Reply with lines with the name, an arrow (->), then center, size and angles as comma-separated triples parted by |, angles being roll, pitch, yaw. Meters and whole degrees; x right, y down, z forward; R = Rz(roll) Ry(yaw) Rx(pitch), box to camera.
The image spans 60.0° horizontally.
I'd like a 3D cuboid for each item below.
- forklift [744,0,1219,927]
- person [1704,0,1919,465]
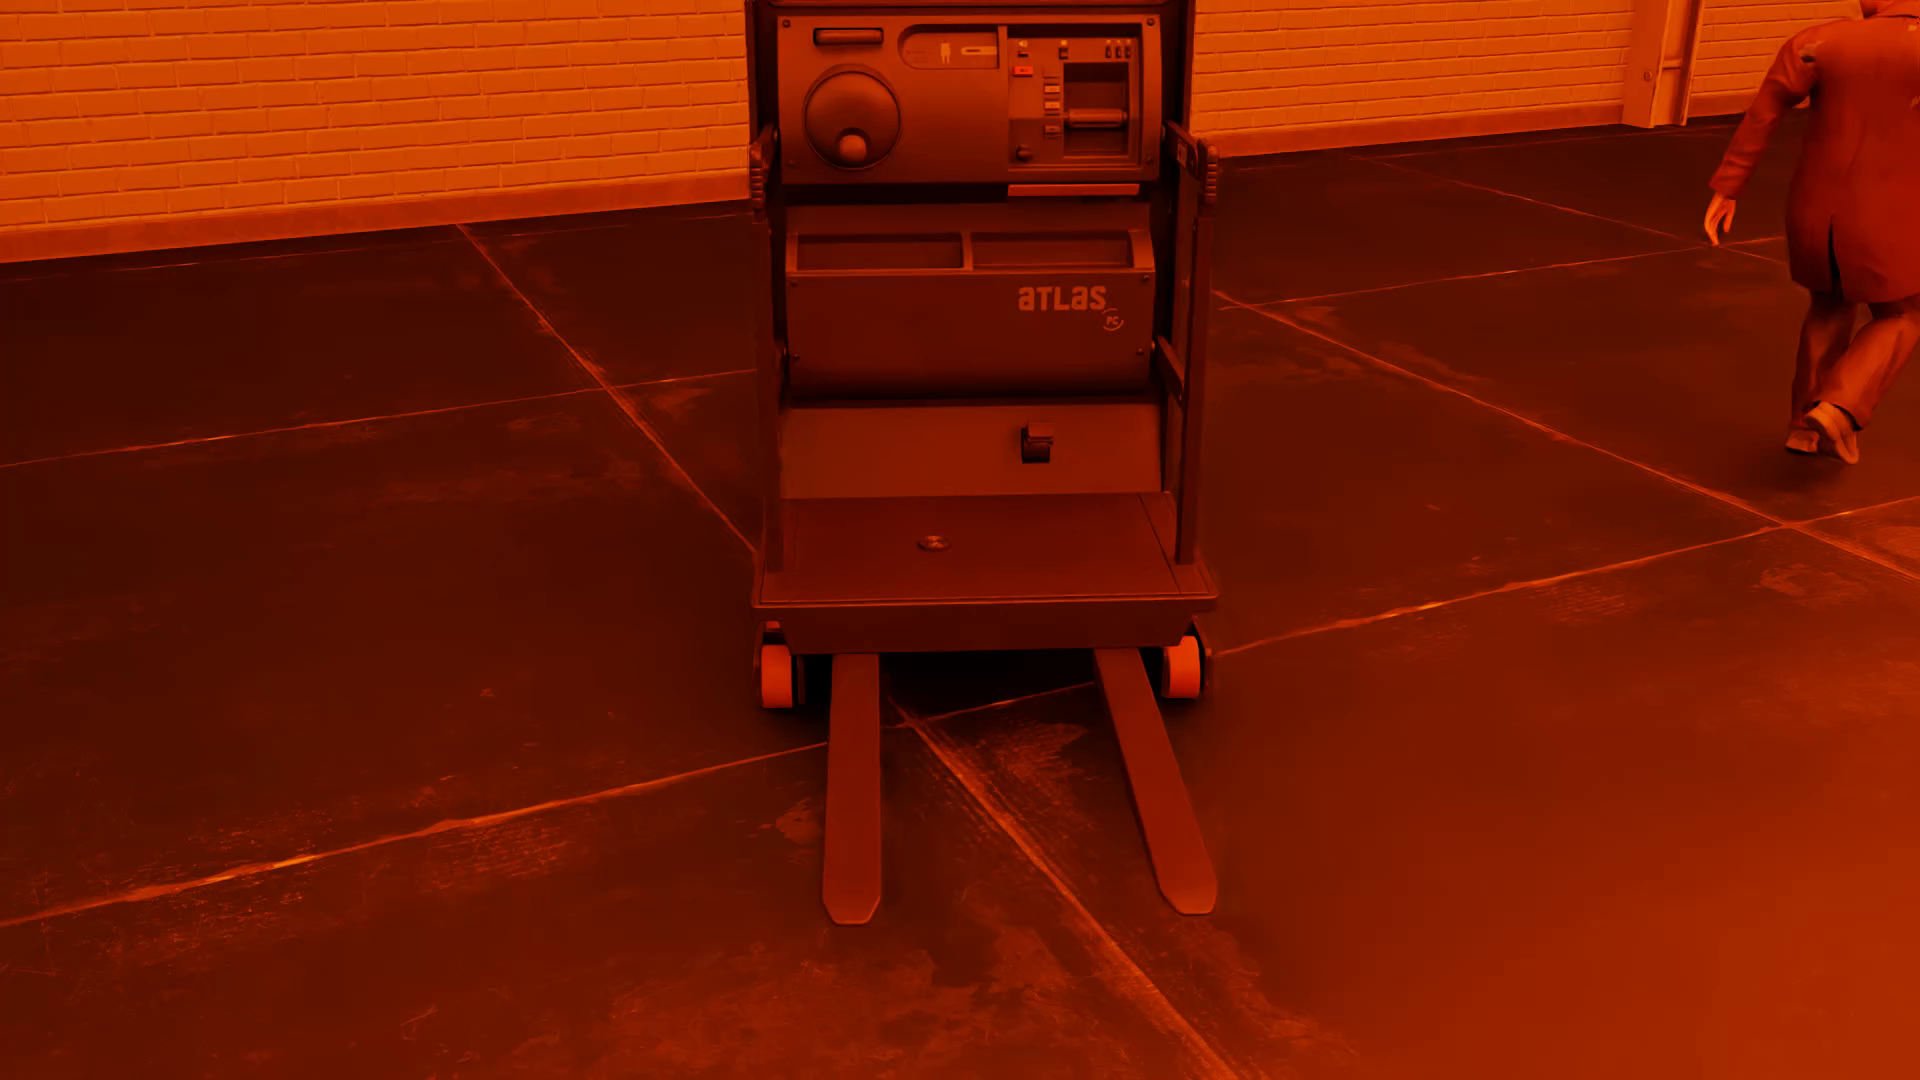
forklift -> 0.038, -1.062, 3.843 | 1.130, 2.935, 3.031 | -1, 23, -3
person -> 2.945, -1.095, 5.519 | 0.688, 1.720, 0.740 | -18, 29, -37
